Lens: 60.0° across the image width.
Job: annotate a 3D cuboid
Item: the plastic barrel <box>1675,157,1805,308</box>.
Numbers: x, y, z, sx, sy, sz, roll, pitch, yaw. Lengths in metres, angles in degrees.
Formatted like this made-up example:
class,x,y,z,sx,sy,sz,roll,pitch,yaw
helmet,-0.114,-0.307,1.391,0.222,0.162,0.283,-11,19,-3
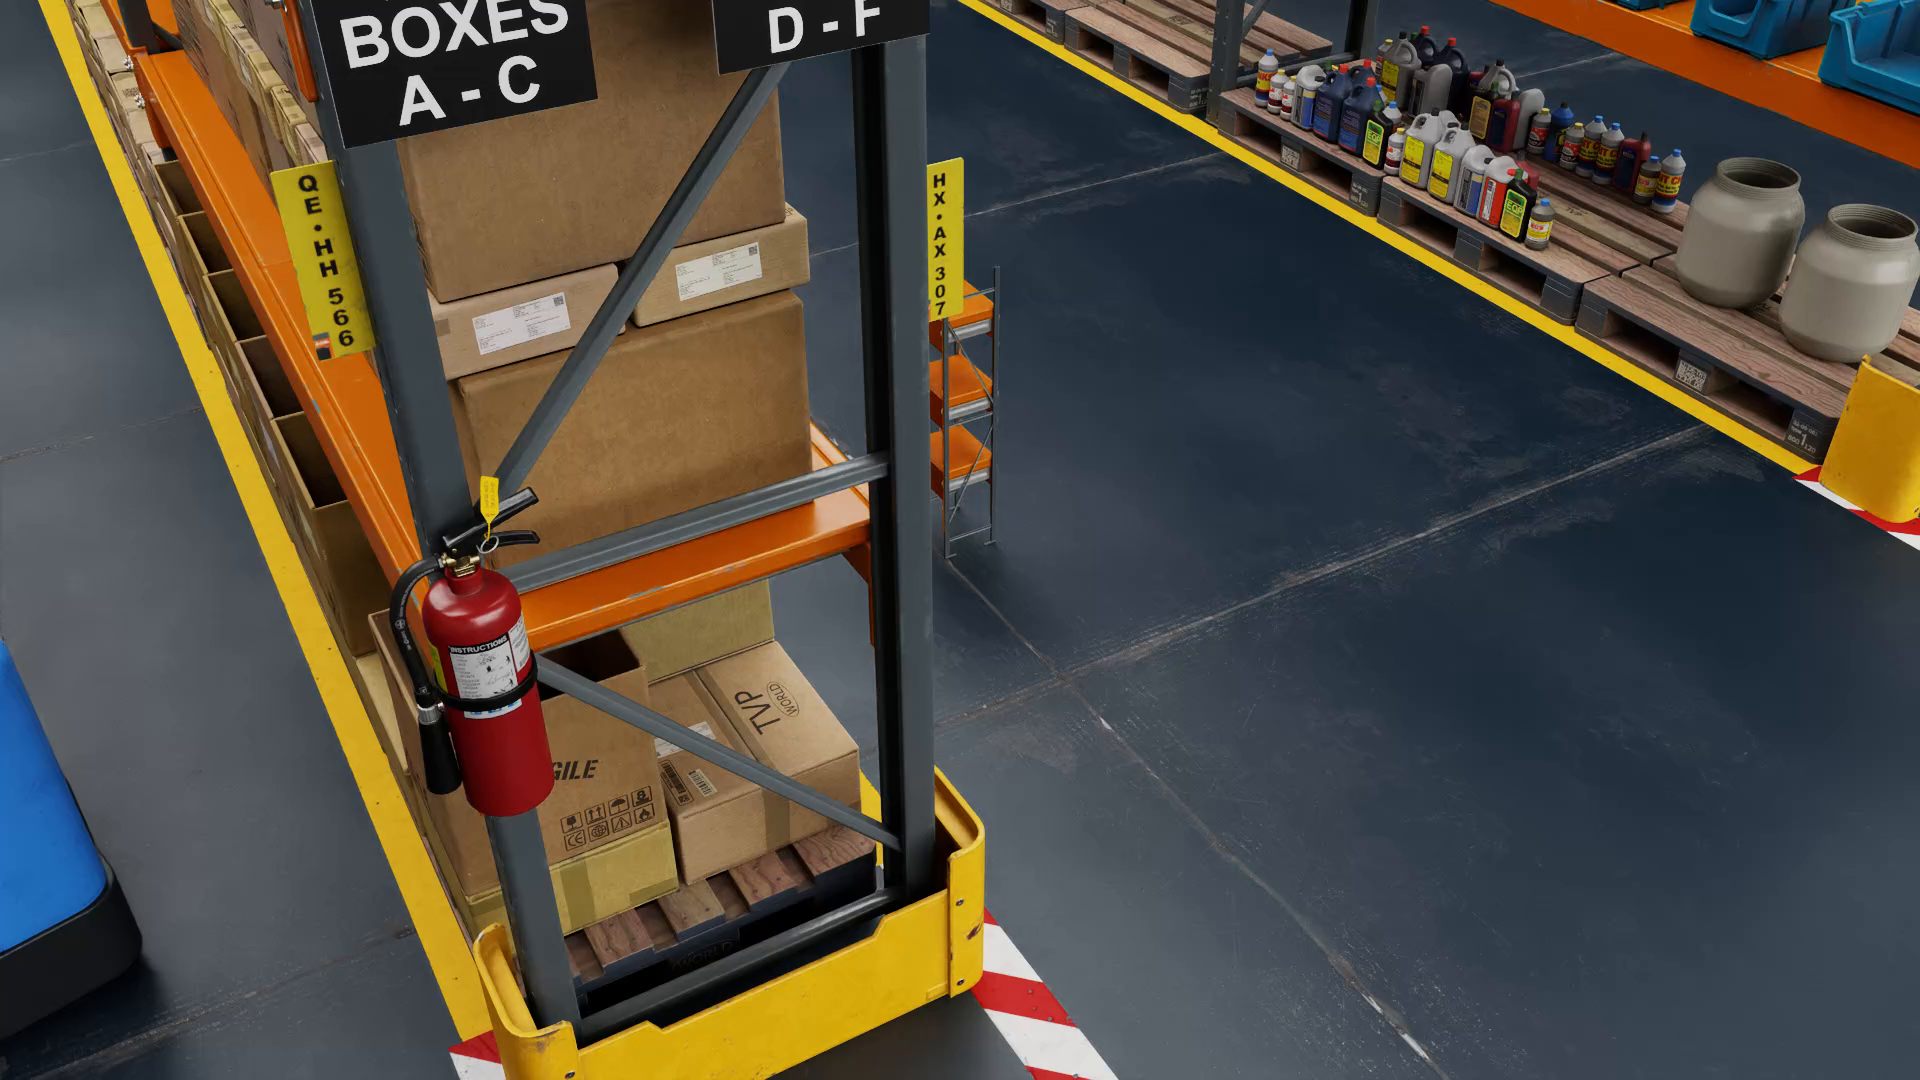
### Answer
class,x,y,z,sx,sy,sz,roll,pitch,yaw
plastic barrel,3.116,-1.226,6.638,0.421,0.512,0.421,0,36,0

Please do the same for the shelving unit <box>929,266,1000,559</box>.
class,x,y,z,sx,sy,sz,roll,pitch,yaw
shelving unit,-0.027,-0.451,5.478,0.215,1.050,0.252,-19,40,-24

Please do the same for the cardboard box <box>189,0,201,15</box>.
class,x,y,z,sx,sy,sz,roll,pitch,yaw
cardboard box,-2.048,-1.653,4.836,0.380,0.149,0.250,-20,41,-25

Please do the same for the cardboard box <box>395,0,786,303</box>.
class,x,y,z,sx,sy,sz,roll,pitch,yaw
cardboard box,-0.771,-0.859,3.199,0.700,0.500,0.500,-19,40,-24

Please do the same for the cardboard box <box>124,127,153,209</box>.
class,x,y,z,sx,sy,sz,roll,pitch,yaw
cardboard box,-3.499,-1.770,7.606,0.500,0.250,0.500,-18,40,-23

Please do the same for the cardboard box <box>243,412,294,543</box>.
class,x,y,z,sx,sy,sz,roll,pitch,yaw
cardboard box,-2.066,-0.286,5.574,0.500,0.250,0.500,-19,40,-24

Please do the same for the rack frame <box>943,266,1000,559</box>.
class,x,y,z,sx,sy,sz,roll,pitch,yaw
rack frame,0.034,-0.389,5.393,0.200,1.050,0.008,-19,40,-24

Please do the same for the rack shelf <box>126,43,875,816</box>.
class,x,y,z,sx,sy,sz,roll,pitch,yaw
rack shelf,-1.525,-0.756,4.851,1.077,0.370,4.000,-19,40,-24

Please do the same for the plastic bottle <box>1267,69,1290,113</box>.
class,x,y,z,sx,sy,sz,roll,pitch,yaw
plastic bottle,1.587,-2.235,8.267,0.097,0.201,0.097,0,36,0

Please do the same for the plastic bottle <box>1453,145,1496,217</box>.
class,x,y,z,sx,sy,sz,roll,pitch,yaw
plastic bottle,2.290,-1.584,7.312,0.152,0.276,0.135,-20,41,-25

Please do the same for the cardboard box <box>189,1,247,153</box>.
class,x,y,z,sx,sy,sz,roll,pitch,yaw
cardboard box,-2.031,-1.615,5.333,0.700,0.500,0.500,-19,40,-24

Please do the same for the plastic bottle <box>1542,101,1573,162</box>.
class,x,y,z,sx,sy,sz,roll,pitch,yaw
plastic bottle,2.798,-1.914,7.768,0.097,0.271,0.097,0,36,0

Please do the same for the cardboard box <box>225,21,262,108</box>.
class,x,y,z,sx,sy,sz,roll,pitch,yaw
cardboard box,-1.658,-1.257,4.294,0.380,0.149,0.250,-19,40,-25

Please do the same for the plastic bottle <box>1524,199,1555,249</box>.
class,x,y,z,sx,sy,sz,roll,pitch,yaw
plastic bottle,2.462,-1.346,7.050,0.097,0.201,0.097,0,36,0

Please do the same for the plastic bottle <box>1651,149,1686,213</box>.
class,x,y,z,sx,sy,sz,roll,pitch,yaw
plastic bottle,3.123,-1.585,7.317,0.097,0.271,0.097,0,36,0

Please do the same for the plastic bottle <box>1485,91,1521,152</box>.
class,x,y,z,sx,sy,sz,roll,pitch,yaw
plastic bottle,2.572,-1.991,7.863,0.061,0.283,0.133,-19,40,-24

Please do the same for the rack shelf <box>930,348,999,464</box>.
class,x,y,z,sx,sy,sz,roll,pitch,yaw
rack shelf,-0.027,-0.443,5.484,0.215,0.259,0.240,-19,40,-24

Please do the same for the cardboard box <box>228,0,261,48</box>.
class,x,y,z,sx,sy,sz,roll,pitch,yaw
cardboard box,-1.545,-1.638,4.265,0.700,0.500,0.500,-19,40,-24

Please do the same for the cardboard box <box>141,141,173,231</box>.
class,x,y,z,sx,sy,sz,roll,pitch,yaw
cardboard box,-2.982,-1.473,6.724,0.500,0.311,0.500,-19,40,-24

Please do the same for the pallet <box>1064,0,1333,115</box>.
class,x,y,z,sx,sy,sz,roll,pitch,yaw
pallet,1.326,-2.795,9.398,1.003,0.211,1.213,-19,40,-24

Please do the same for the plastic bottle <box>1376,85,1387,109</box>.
class,x,y,z,sx,sy,sz,roll,pitch,yaw
plastic bottle,1.978,-2.035,7.933,0.097,0.271,0.097,0,36,0

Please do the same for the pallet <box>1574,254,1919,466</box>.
class,x,y,z,sx,sy,sz,roll,pitch,yaw
pallet,3.282,-0.807,6.676,1.003,0.211,1.213,-19,40,-24

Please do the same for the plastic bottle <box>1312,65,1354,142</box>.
class,x,y,z,sx,sy,sz,roll,pitch,yaw
plastic bottle,1.801,-2.105,7.962,0.144,0.351,0.185,-18,40,-23

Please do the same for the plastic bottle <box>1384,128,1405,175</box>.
class,x,y,z,sx,sy,sz,roll,pitch,yaw
plastic bottle,2.018,-1.798,7.667,0.097,0.201,0.097,0,36,0

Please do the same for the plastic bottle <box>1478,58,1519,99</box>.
class,x,y,z,sx,sy,sz,roll,pitch,yaw
plastic bottle,2.586,-2.134,8.002,0.144,0.351,0.185,-19,40,-24

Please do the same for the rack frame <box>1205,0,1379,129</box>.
class,x,y,z,sx,sy,sz,roll,pitch,yaw
rack frame,1.754,-3.532,8.043,1.000,3.000,0.127,-19,40,-24

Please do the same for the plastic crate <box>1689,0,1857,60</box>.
class,x,y,z,sx,sy,sz,roll,pitch,yaw
plastic crate,2.933,-1.932,5.978,0.499,0.251,0.408,-19,40,-24

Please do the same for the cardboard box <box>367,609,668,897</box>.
class,x,y,z,sx,sy,sz,roll,pitch,yaw
cardboard box,-1.047,0.426,3.962,0.500,0.500,0.500,-19,40,-24

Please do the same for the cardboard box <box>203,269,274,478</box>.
class,x,y,z,sx,sy,sz,roll,pitch,yaw
cardboard box,-2.065,-0.589,5.353,0.500,0.500,0.500,-19,40,-24

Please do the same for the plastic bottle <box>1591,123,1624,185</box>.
class,x,y,z,sx,sy,sz,roll,pitch,yaw
plastic bottle,2.950,-1.760,7.556,0.097,0.271,0.097,0,36,0

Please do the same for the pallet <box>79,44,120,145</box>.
class,x,y,z,sx,sy,sz,roll,pitch,yaw
pallet,-4.160,-2.549,9.060,1.003,0.211,1.213,-19,40,-24

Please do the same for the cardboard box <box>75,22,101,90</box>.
class,x,y,z,sx,sy,sz,roll,pitch,yaw
cardboard box,-4.277,-2.555,8.680,0.500,0.250,0.500,-20,41,-25

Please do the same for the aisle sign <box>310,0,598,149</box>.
class,x,y,z,sx,sy,sz,roll,pitch,yaw
aisle sign,-0.742,-0.956,2.311,0.394,0.787,0.004,-19,40,-24

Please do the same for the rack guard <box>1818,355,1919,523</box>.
class,x,y,z,sx,sy,sz,roll,pitch,yaw
rack guard,3.685,-0.508,6.021,1.175,0.500,0.348,-19,40,-24

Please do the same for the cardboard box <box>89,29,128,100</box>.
class,x,y,z,sx,sy,sz,roll,pitch,yaw
cardboard box,-3.746,-2.249,7.786,0.500,0.311,0.500,-19,40,-24

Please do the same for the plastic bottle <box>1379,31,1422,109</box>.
class,x,y,z,sx,sy,sz,roll,pitch,yaw
plastic bottle,2.203,-2.354,8.303,0.144,0.351,0.185,-19,40,-24

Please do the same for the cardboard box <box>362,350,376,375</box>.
class,x,y,z,sx,sy,sz,roll,pitch,yaw
cardboard box,-1.257,-0.830,4.258,0.700,0.500,0.500,-19,40,-24

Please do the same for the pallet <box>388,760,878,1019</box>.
class,x,y,z,sx,sy,sz,roll,pitch,yaw
pallet,-0.941,0.722,4.582,1.003,0.211,1.213,-19,40,-24

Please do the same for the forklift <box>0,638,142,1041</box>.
class,x,y,z,sx,sy,sz,roll,pitch,yaw
forklift,-3.456,-0.506,3.958,1.130,2.935,3.031,-30,45,-34

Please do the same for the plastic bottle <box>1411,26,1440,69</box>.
class,x,y,z,sx,sy,sz,roll,pitch,yaw
plastic bottle,2.327,-2.397,8.362,0.144,0.351,0.185,-20,41,-25

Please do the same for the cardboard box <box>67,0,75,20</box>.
class,x,y,z,sx,sy,sz,roll,pitch,yaw
cardboard box,-4.531,-3.038,8.866,0.500,0.311,0.500,-18,40,-22

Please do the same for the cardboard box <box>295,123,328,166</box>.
class,x,y,z,sx,sy,sz,roll,pitch,yaw
cardboard box,-1.263,-0.859,3.749,0.380,0.149,0.250,-18,40,-23

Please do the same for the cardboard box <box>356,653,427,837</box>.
class,x,y,z,sx,sy,sz,roll,pitch,yaw
cardboard box,-1.307,0.477,4.529,0.500,0.250,0.500,-19,40,-24

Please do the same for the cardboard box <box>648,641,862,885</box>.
class,x,y,z,sx,sy,sz,roll,pitch,yaw
cardboard box,-0.598,0.575,4.395,0.500,0.250,0.500,-19,40,-24
